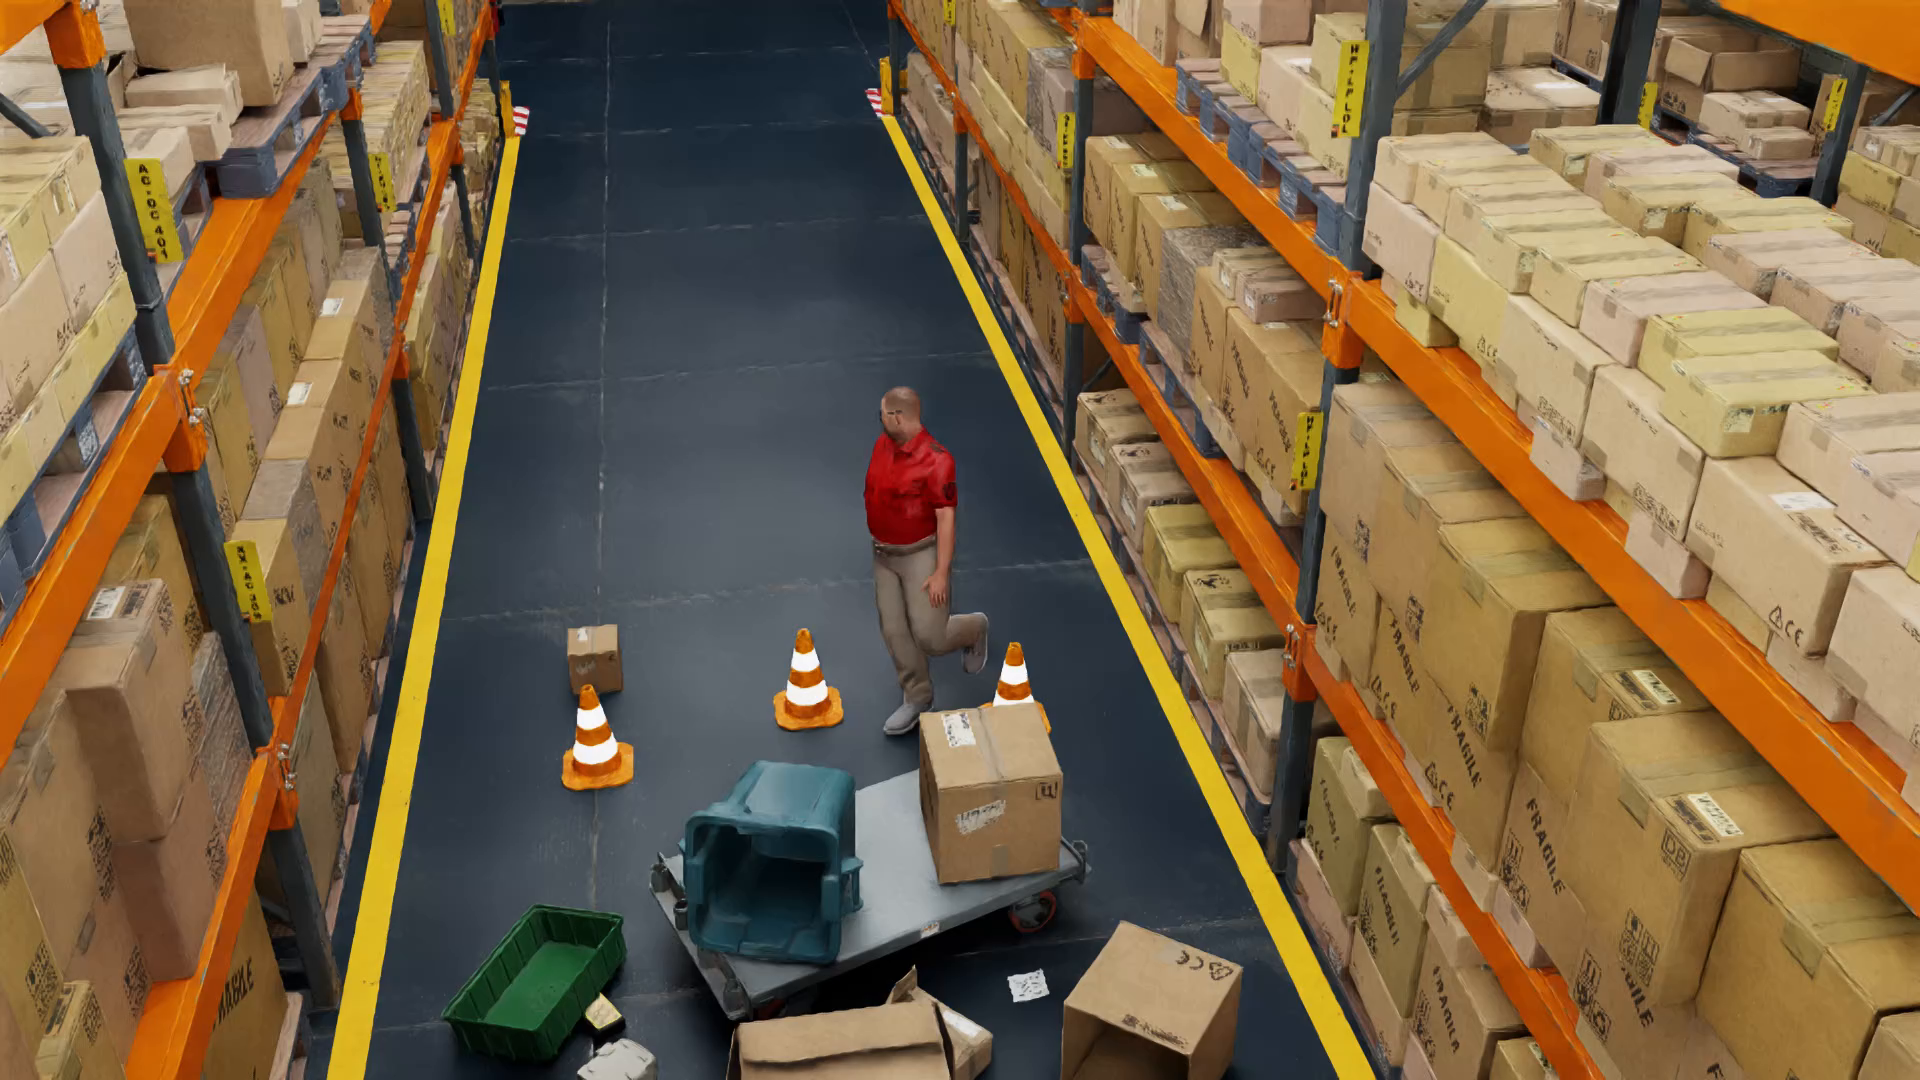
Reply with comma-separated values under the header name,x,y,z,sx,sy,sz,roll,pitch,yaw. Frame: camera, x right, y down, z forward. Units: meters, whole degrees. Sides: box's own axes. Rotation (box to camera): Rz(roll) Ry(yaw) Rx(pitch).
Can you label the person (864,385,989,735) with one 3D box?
name,x,y,z,sx,sy,sz,roll,pitch,yaw
person,-0.219,0.069,8.056,0.605,1.687,0.703,24,38,35
